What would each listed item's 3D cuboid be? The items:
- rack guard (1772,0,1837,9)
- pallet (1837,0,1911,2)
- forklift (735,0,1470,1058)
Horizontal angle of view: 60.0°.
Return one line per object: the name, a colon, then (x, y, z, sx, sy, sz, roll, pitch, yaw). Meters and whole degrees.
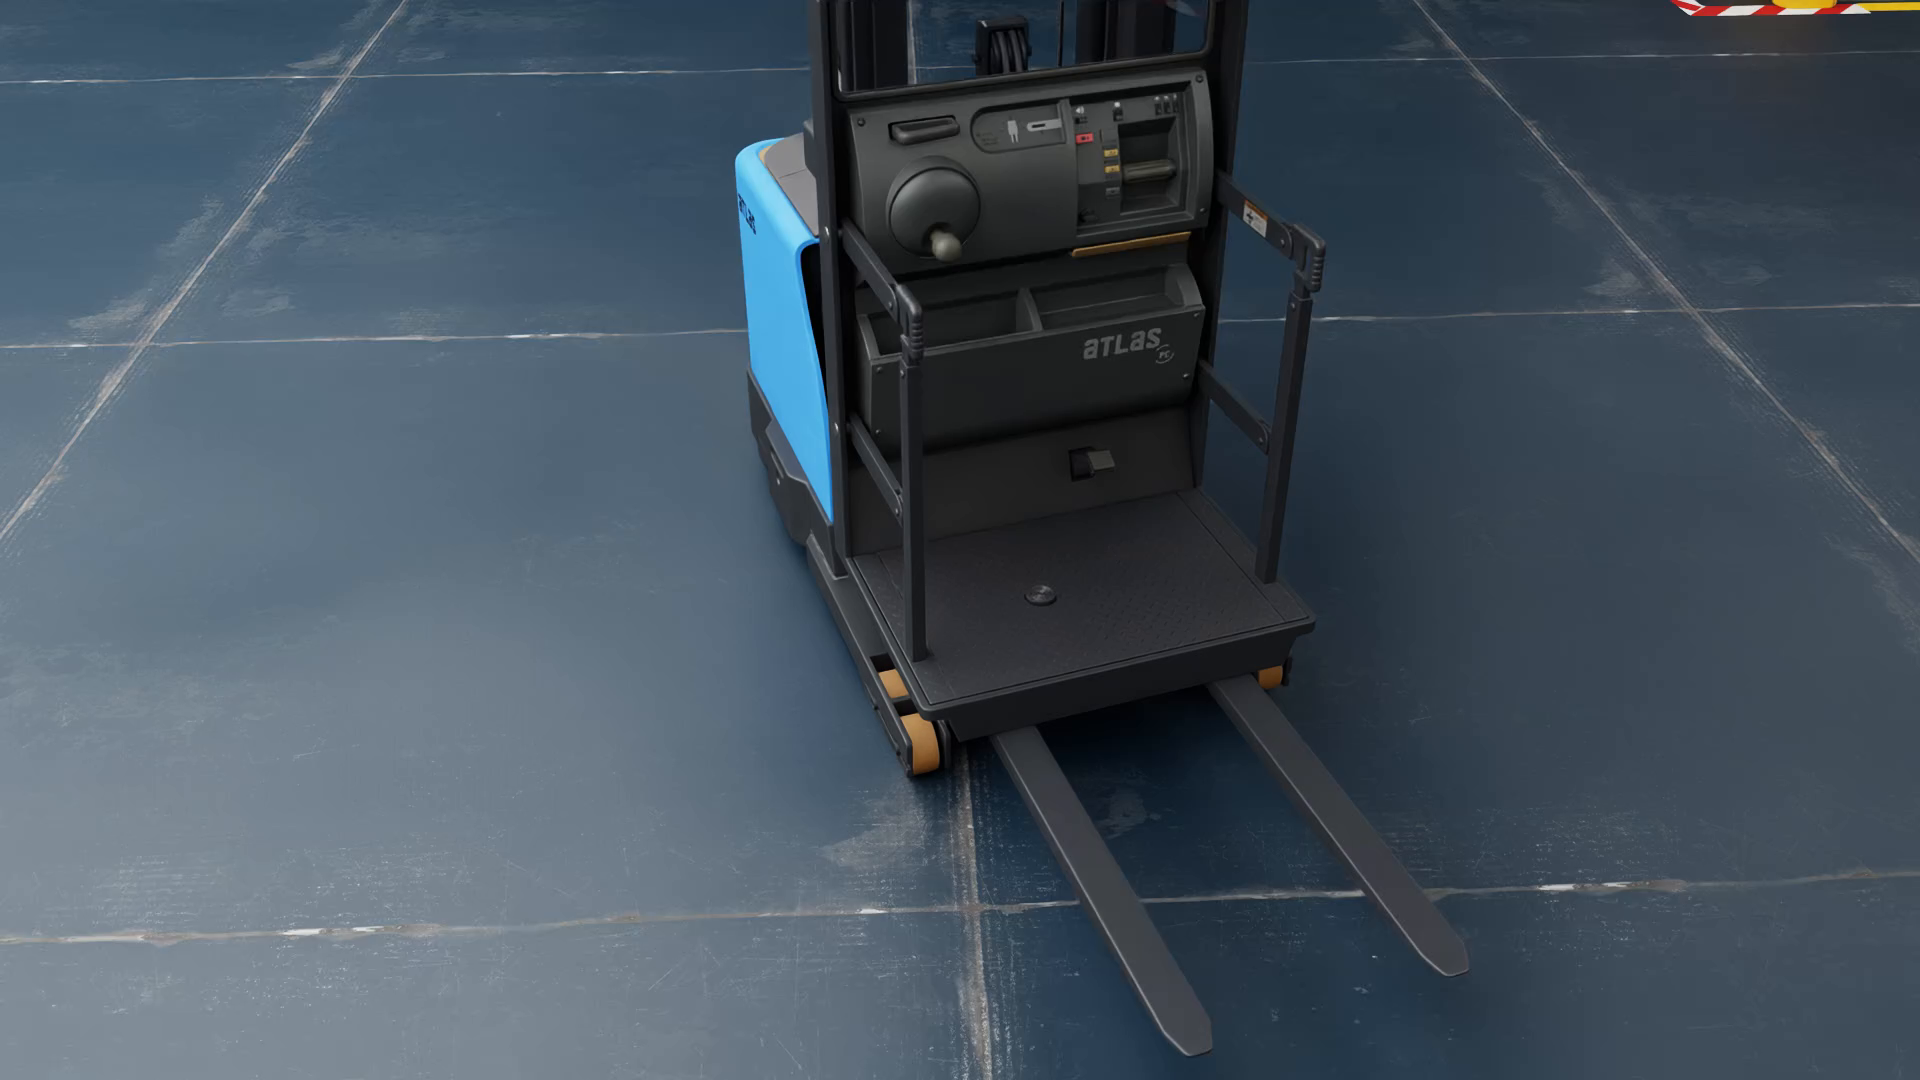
rack guard: (4.964, -3.656, 10.093, 0.348, 0.500, 1.175, -2, 35, -2)
pallet: (5.750, -3.582, 10.240, 1.213, 0.211, 1.003, -2, 35, -2)
forklift: (0.264, -0.854, 3.909, 1.130, 2.935, 3.031, -11, 36, -16)
